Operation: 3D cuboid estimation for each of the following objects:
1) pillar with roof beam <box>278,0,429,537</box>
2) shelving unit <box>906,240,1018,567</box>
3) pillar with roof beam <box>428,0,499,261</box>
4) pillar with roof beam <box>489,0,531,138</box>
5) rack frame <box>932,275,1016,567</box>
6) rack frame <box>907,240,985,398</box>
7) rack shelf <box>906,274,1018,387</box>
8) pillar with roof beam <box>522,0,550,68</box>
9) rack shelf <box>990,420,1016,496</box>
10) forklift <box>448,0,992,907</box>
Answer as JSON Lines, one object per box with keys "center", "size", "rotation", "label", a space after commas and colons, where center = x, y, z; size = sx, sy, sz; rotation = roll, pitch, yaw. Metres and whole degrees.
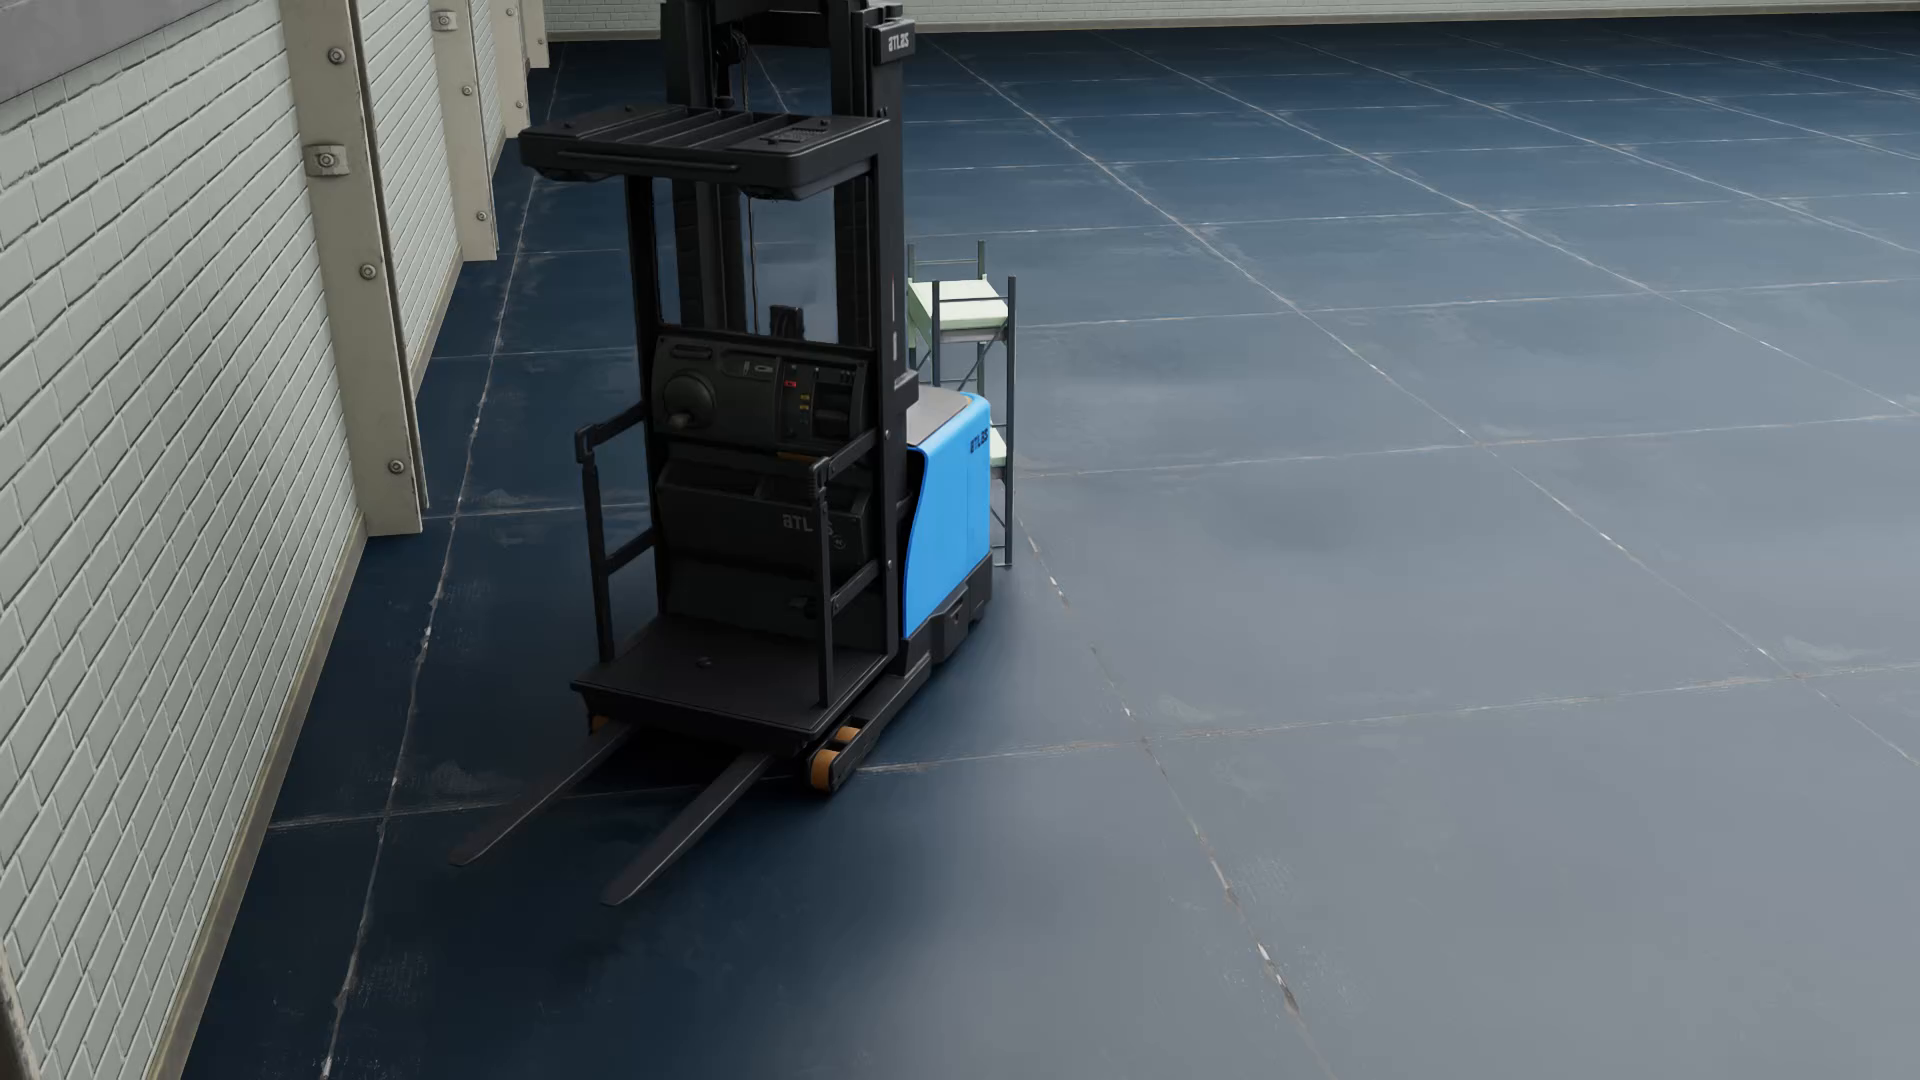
{"center": [1.179, -4.548, 7.920], "size": [9.100, 9.000, 0.400], "rotation": [-4, 24, -10], "label": "pillar with roof beam"}
{"center": [-0.001, -0.690, 8.456], "size": [0.431, 1.500, 0.755], "rotation": [-4, 24, -10], "label": "shelving unit"}
{"center": [0.070, -6.908, 13.324], "size": [9.100, 9.000, 0.400], "rotation": [-4, 24, -10], "label": "pillar with roof beam"}
{"center": [-1.040, -9.268, 18.727], "size": [9.100, 9.000, 0.400], "rotation": [-4, 24, -10], "label": "pillar with roof beam"}
{"center": [0.066, -0.546, 8.126], "size": [0.400, 1.500, 0.023], "rotation": [-4, 24, -10], "label": "rack frame"}
{"center": [-0.069, -0.834, 8.785], "size": [0.400, 1.500, 0.023], "rotation": [-4, 24, -10], "label": "rack frame"}
{"center": [-0.001, -1.048, 8.300], "size": [0.431, 0.370, 0.720], "rotation": [-4, 24, -10], "label": "rack shelf"}
{"center": [-2.149, -11.628, 24.131], "size": [9.100, 9.000, 0.400], "rotation": [-4, 24, -10], "label": "pillar with roof beam"}
{"center": [-0.001, -0.391, 8.586], "size": [0.431, 0.370, 0.720], "rotation": [-4, 24, -10], "label": "rack shelf"}
{"center": [-0.871, -0.550, 6.348], "size": [1.130, 2.935, 3.031], "rotation": [9, 25, 20], "label": "forklift"}
